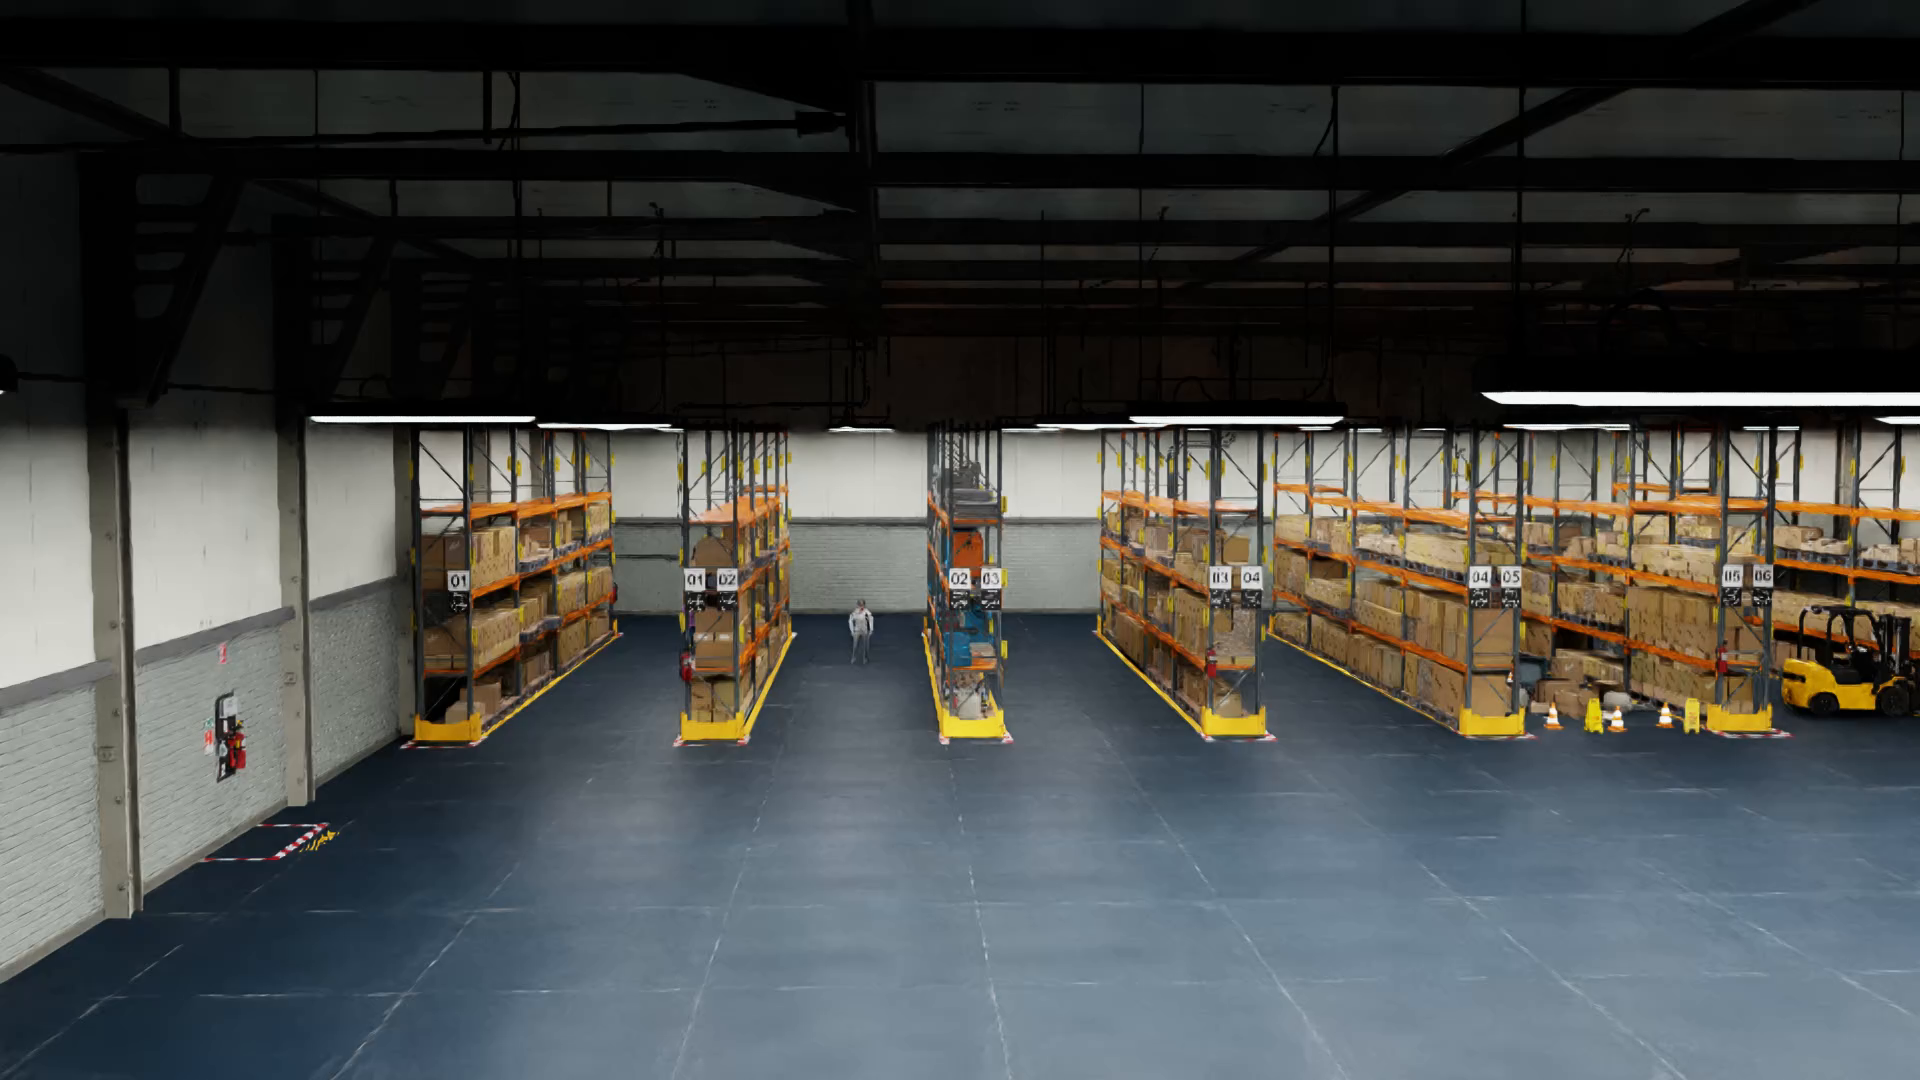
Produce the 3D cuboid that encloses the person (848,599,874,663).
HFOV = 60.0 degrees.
[{"bbox_3d":[-2.462,2.263,41.434,0.637,1.632,0.506,0,4,-5],"label":"person"}]

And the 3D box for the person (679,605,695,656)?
[{"bbox_3d":[-7.023,2.207,42.858,0.417,1.517,1.032,0,4,0],"label":"person"}]

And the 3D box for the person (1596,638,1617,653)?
[{"bbox_3d":[16.865,2.106,43.389,0.556,1.656,0.605,2,4,24],"label":"person"}]

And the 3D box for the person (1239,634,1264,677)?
[{"bbox_3d":[6.810,2.349,39.143,0.598,1.699,1.198,0,4,-5],"label":"person"}]
